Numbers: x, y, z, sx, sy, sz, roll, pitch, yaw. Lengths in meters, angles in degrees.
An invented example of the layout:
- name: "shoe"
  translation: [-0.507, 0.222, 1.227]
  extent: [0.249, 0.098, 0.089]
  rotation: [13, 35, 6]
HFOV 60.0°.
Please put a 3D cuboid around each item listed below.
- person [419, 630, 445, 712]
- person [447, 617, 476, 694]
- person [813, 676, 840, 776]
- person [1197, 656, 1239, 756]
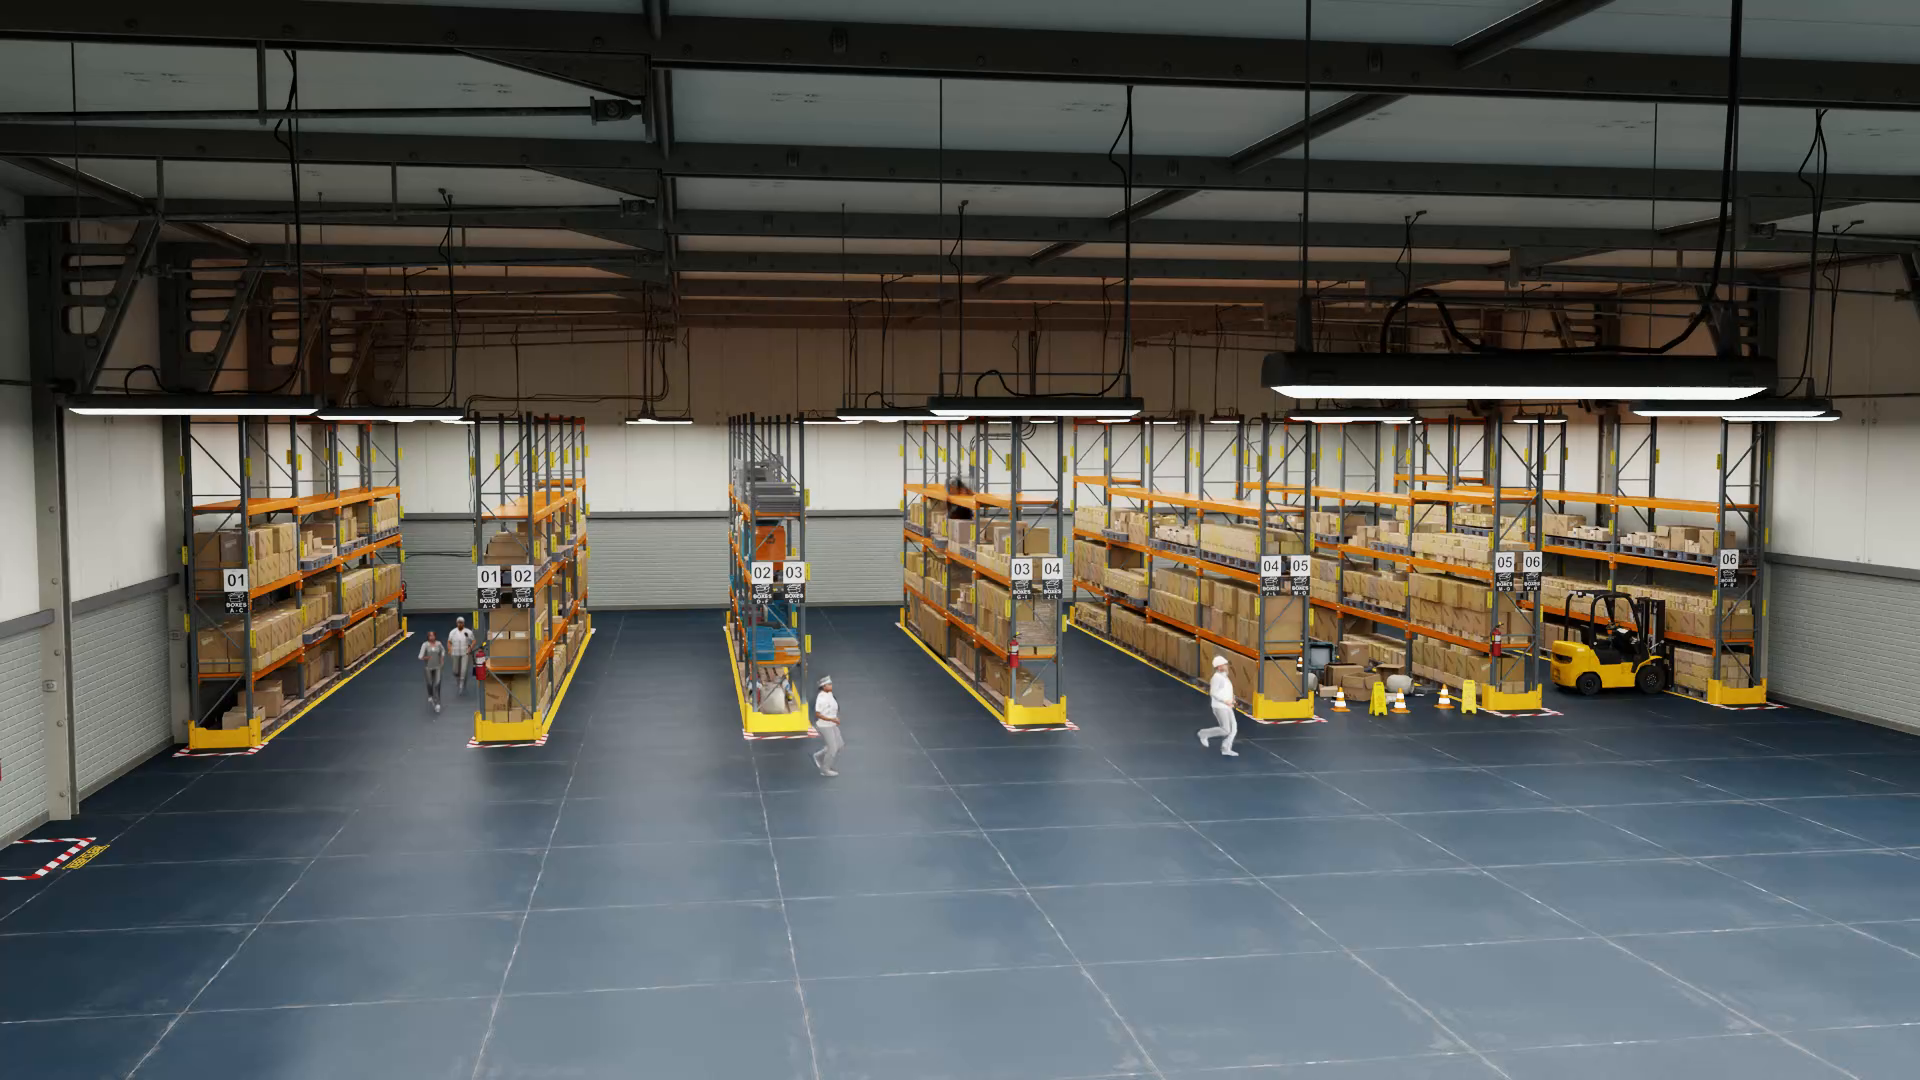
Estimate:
- name: "person"
  translation: [-10.654, 2.617, 33.593]
  extent: [0.535, 1.606, 0.851]
  rotation: [-2, 4, -23]
- name: "person"
  translation: [-10.794, 2.480, 35.985]
  extent: [0.597, 1.630, 0.587]
  rotation: [-1, 4, -10]
- name: "person"
  translation: [-2.150, 3.047, 27.256]
  extent: [0.537, 1.640, 0.572]
  rotation: [1, 4, 16]
- name: "person"
  translation: [4.522, 2.892, 28.986]
  extent: [0.714, 1.742, 0.662]
  rotation: [2, 4, 23]
